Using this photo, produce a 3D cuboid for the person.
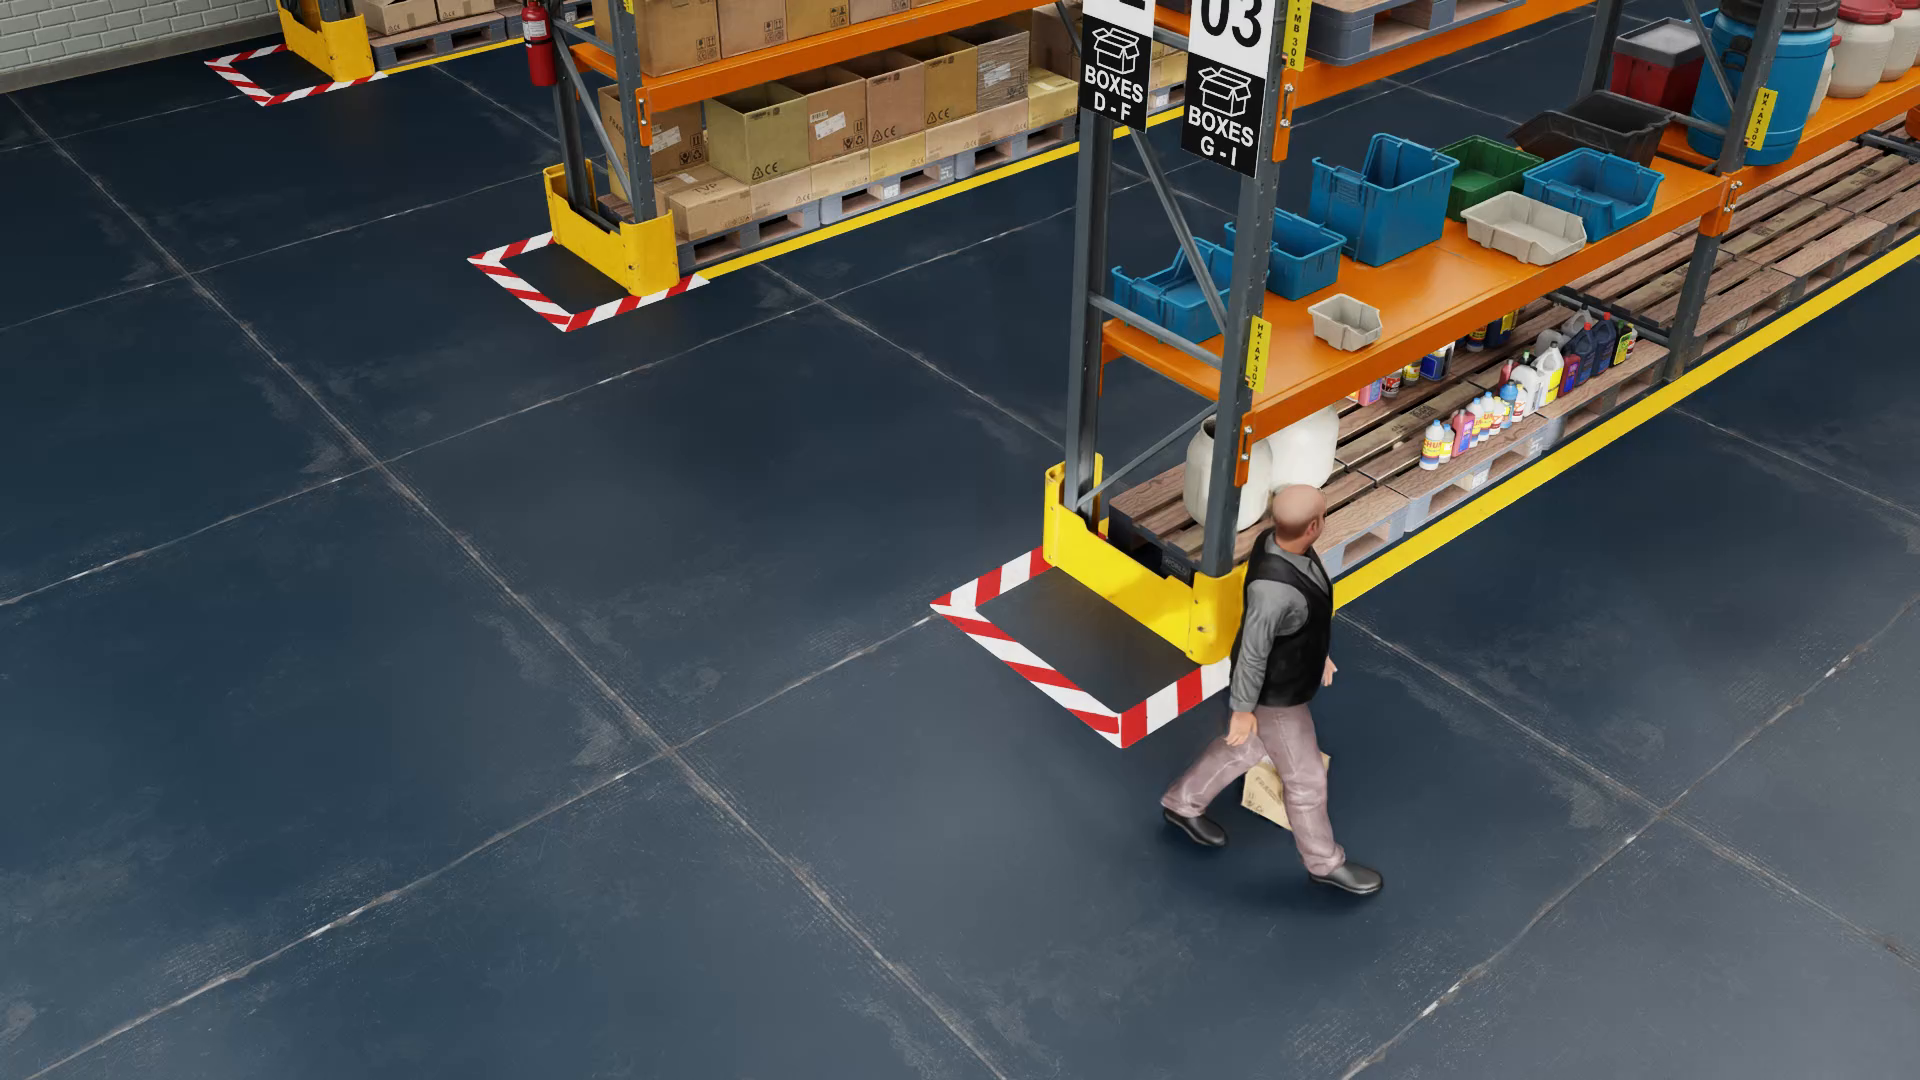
[{"bbox_3d":[1.270,0.531,6.349,0.913,1.667,0.575,7,36,10],"label":"person"}]
